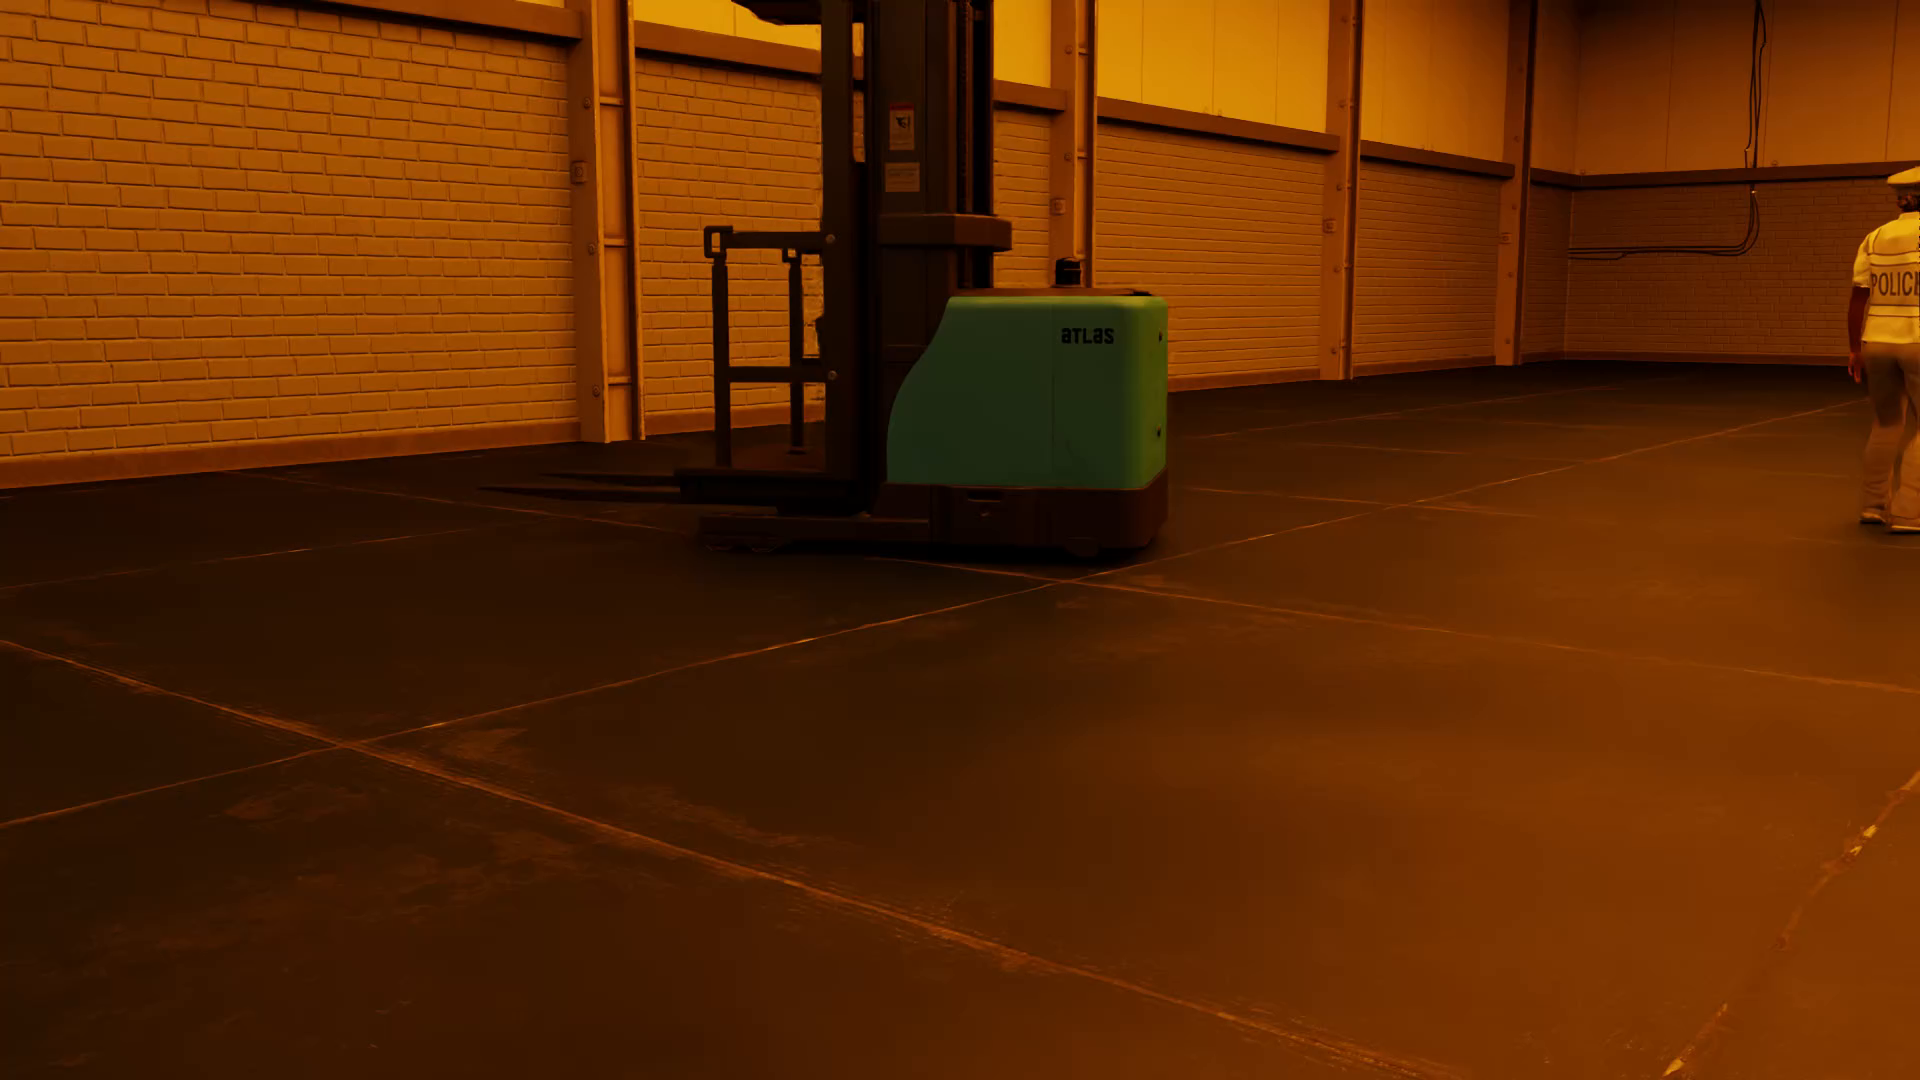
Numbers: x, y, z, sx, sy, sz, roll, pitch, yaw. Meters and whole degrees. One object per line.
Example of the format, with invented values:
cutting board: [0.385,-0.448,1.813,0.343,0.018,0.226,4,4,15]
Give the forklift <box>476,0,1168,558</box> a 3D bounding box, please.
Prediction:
forklift: [-0.630,-1.463,7.282,3.031,2.935,1.130,2,9,13]

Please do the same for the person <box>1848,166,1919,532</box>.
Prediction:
person: [4.419,-0.856,7.671,0.480,1.716,0.532,-5,9,-28]
